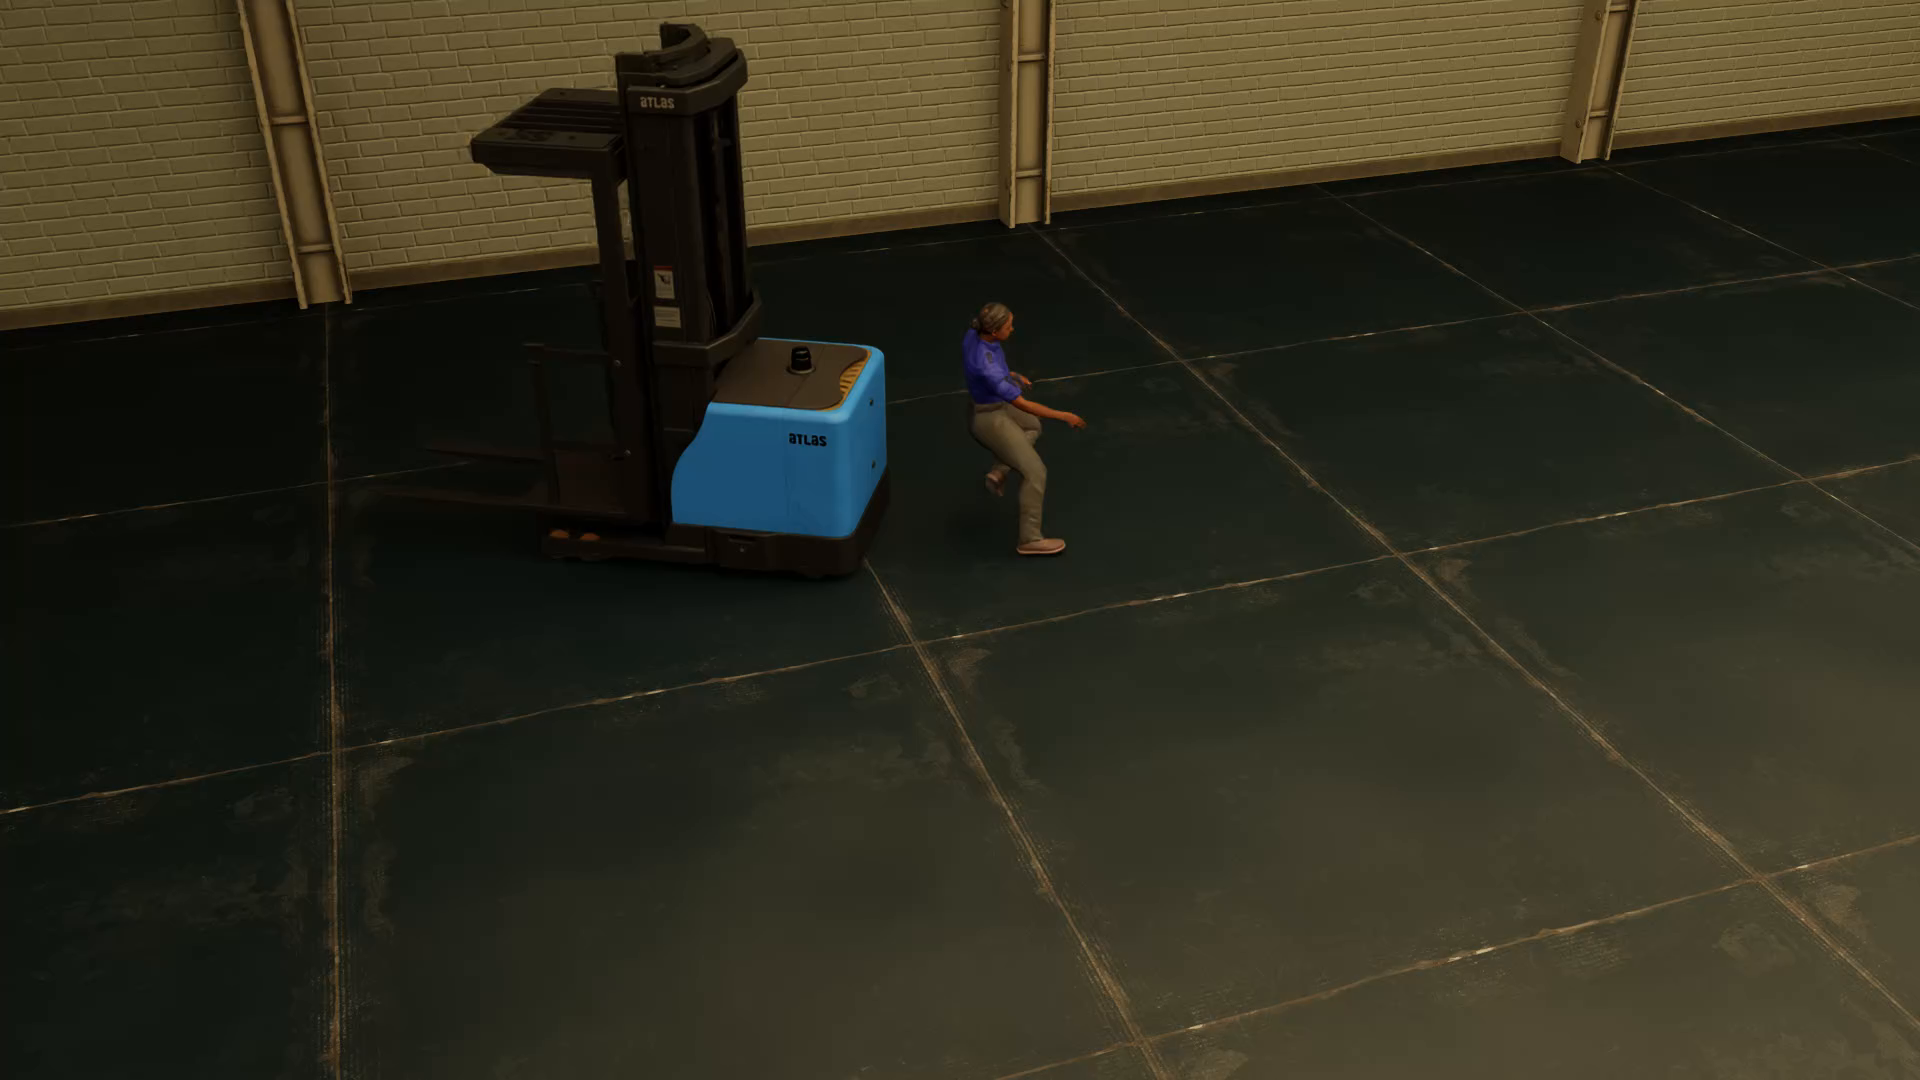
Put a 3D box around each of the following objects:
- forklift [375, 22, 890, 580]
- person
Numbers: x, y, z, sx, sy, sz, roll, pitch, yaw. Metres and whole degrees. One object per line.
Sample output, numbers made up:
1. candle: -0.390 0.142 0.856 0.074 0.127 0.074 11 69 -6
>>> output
1. forklift: -2.003 -1.393 9.509 3.031 2.935 1.130 5 30 9
2. person: 0.363 -0.728 9.791 0.683 1.484 0.752 -4 30 -7
